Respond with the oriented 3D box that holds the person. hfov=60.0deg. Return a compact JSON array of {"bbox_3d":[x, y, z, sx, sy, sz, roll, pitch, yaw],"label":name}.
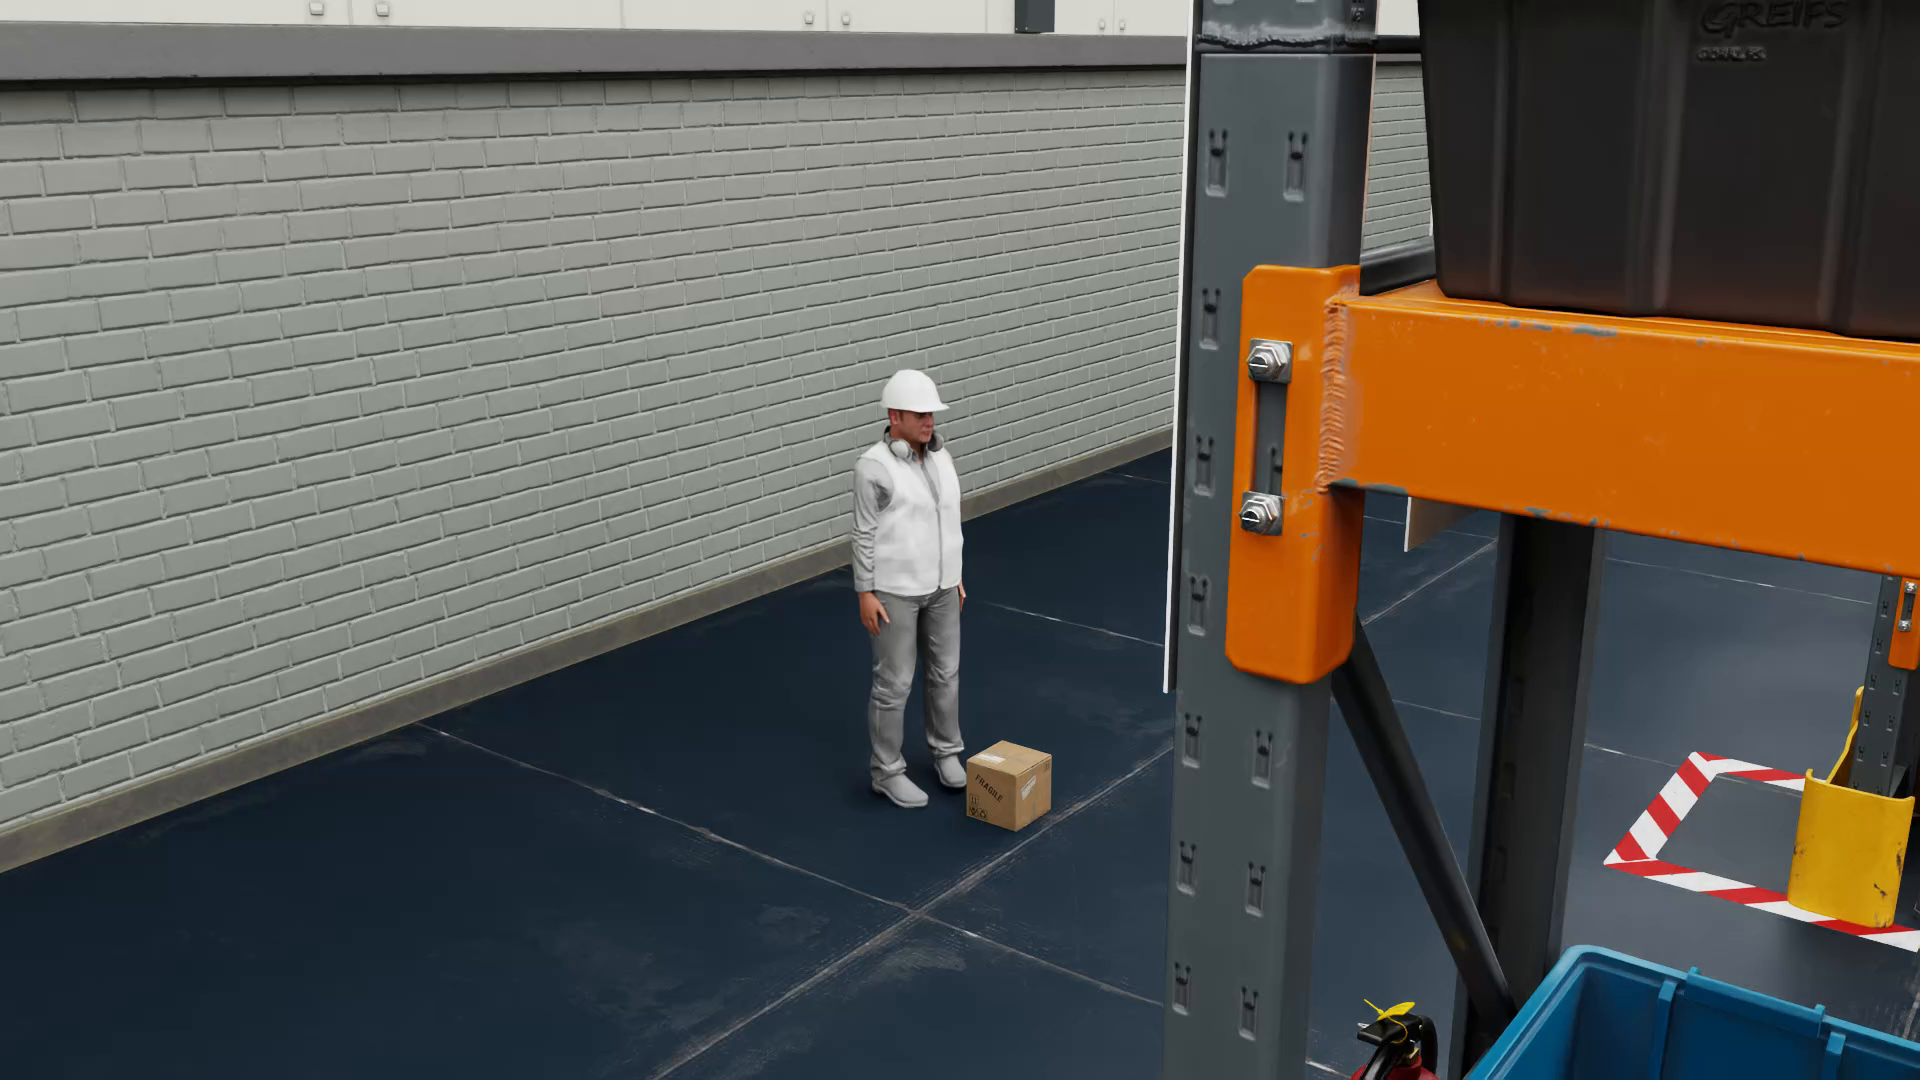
[{"bbox_3d":[-0.178,0.192,6.829,0.559,1.789,0.398,-15,22,-41],"label":"person"}]
